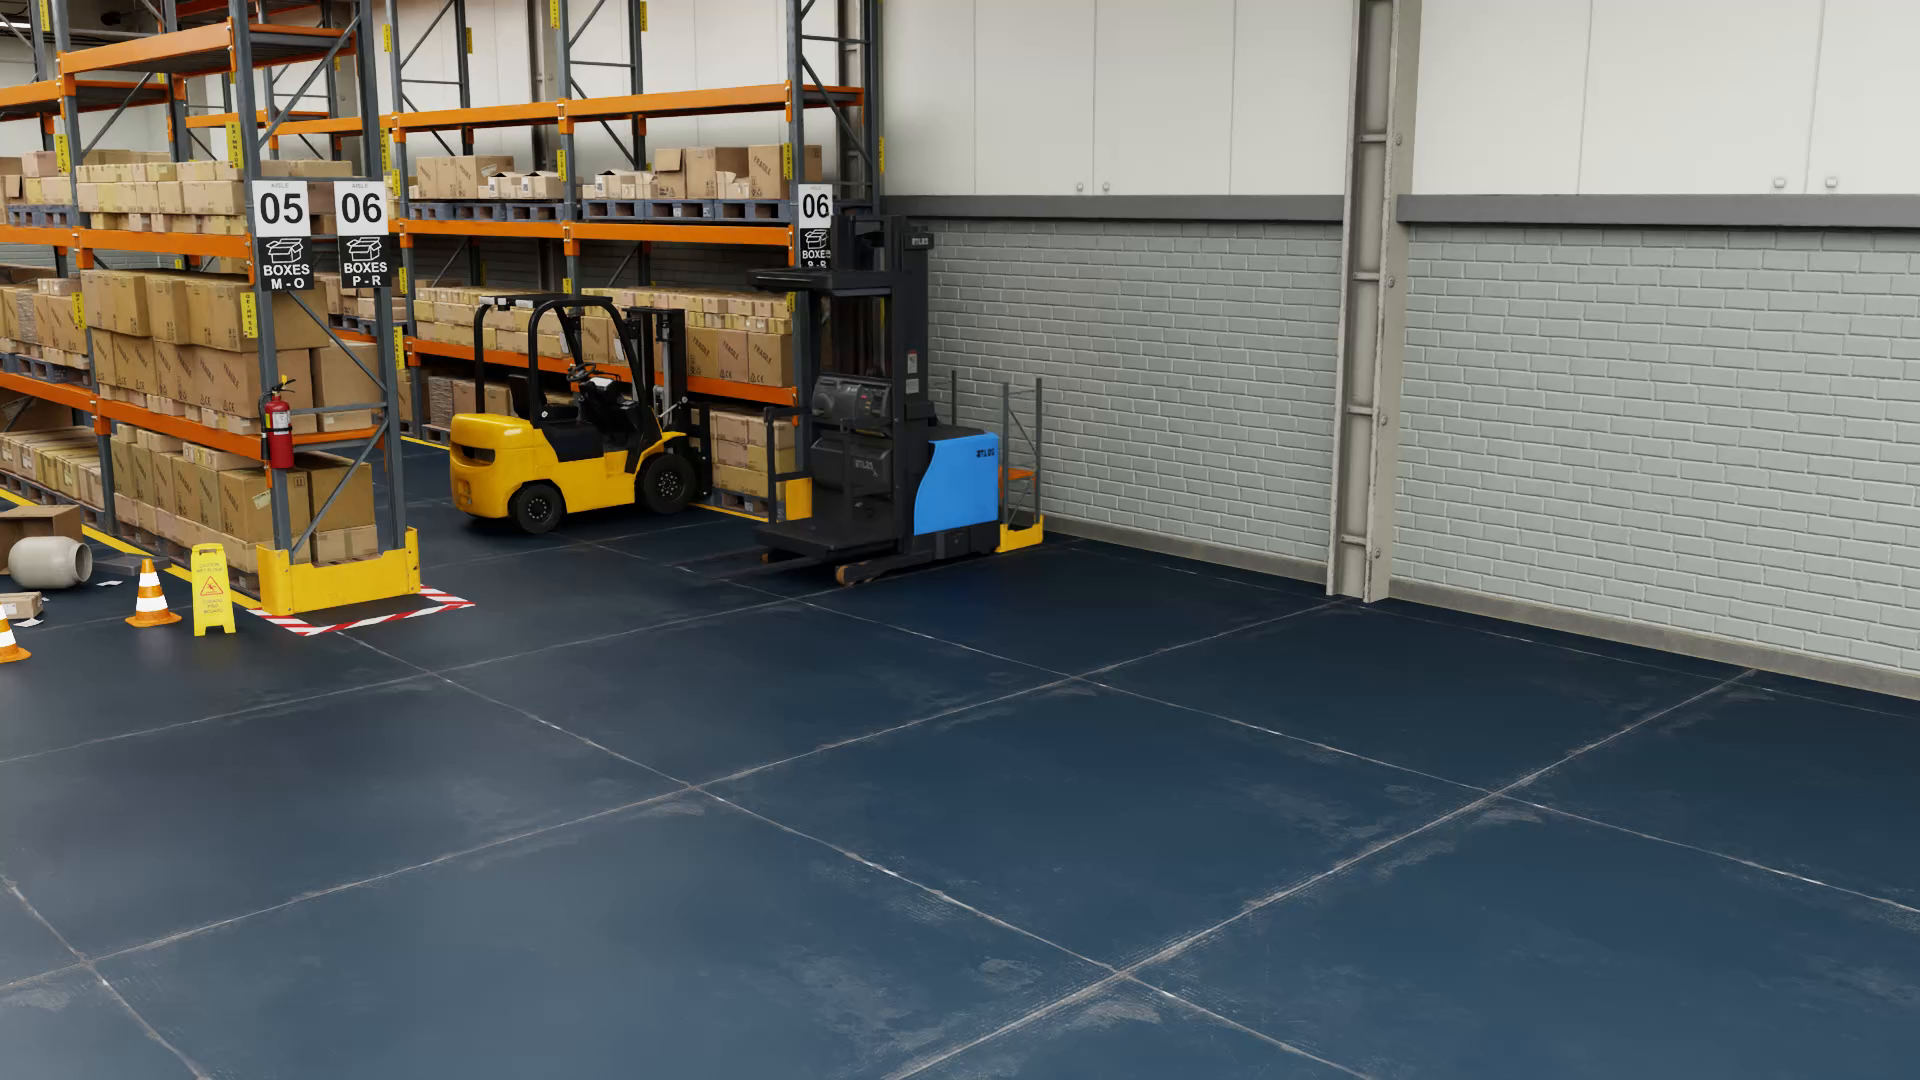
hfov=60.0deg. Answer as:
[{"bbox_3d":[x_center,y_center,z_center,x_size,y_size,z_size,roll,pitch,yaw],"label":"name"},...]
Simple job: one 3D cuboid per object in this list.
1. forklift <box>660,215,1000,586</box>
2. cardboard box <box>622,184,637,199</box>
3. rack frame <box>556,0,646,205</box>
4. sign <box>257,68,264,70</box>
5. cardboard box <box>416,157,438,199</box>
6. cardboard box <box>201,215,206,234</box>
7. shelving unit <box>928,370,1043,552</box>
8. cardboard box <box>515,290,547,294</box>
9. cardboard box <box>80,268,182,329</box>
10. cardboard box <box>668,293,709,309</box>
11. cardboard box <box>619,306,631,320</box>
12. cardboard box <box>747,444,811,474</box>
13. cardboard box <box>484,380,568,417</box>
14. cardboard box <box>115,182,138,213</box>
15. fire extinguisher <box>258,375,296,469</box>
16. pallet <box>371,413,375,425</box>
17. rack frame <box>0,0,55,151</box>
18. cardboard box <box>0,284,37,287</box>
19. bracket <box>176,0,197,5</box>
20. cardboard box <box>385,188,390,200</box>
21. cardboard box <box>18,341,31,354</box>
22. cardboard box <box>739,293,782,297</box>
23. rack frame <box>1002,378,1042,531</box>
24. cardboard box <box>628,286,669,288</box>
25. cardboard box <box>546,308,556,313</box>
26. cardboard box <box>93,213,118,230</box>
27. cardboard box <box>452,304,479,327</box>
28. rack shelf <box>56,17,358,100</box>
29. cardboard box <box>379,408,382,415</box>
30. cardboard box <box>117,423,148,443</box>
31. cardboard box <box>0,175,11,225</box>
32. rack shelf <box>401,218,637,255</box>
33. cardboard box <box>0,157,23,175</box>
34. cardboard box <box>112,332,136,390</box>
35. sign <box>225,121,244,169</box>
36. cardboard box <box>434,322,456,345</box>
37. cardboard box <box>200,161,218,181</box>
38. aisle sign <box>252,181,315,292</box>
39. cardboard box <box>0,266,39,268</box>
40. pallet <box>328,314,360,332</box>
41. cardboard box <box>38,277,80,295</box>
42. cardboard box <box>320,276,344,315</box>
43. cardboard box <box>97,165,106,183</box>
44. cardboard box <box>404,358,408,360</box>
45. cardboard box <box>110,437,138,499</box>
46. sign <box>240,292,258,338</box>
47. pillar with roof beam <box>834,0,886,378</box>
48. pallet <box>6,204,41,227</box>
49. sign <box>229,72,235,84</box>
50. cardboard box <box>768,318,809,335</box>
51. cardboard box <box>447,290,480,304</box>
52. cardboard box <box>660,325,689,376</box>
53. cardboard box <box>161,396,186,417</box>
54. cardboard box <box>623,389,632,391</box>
[{"bbox_3d":[-1.058,-1.181,13.721,3.031,2.935,1.130,-11,16,-43],"label":"forklift"},{"bbox_3d":[-3.313,-3.646,17.412,0.380,0.149,0.250,-10,15,-41],"label":"cardboard box"},{"bbox_3d":[-3.934,-5.203,18.204,1.000,3.000,0.127,-11,16,-43],"label":"rack frame"},{"bbox_3d":[-9.864,-6.794,23.415,0.100,0.325,0.005,-11,16,-43],"label":"sign"},{"bbox_3d":[-6.372,-4.482,20.599,0.500,0.500,0.500,-11,16,-42],"label":"cardboard box"},{"bbox_3d":[-5.689,-2.469,12.992,0.380,0.149,0.250,-11,16,-42],"label":"cardboard box"},{"bbox_3d":[0.166,-0.742,15.137,1.083,1.500,0.587,10,15,41],"label":"shelving unit"},{"bbox_3d":[-5.251,-2.975,20.399,0.380,0.149,0.250,-10,15,-41],"label":"cardboard box"},{"bbox_3d":[-7.374,-2.162,14.850,0.700,0.500,0.500,-11,16,-43],"label":"cardboard box"},{"bbox_3d":[-2.796,-2.478,17.254,0.380,0.149,0.250,-11,16,-42],"label":"cardboard box"},{"bbox_3d":[-3.407,-2.430,17.757,0.380,0.149,0.250,-10,16,-41],"label":"cardboard box"},{"bbox_3d":[-1.734,-0.812,16.294,0.500,0.250,0.500,-11,16,-43],"label":"cardboard box"},{"bbox_3d":[-5.353,-1.606,20.454,0.625,0.625,0.875,11,16,43],"label":"cardboard box"},{"bbox_3d":[-6.716,-2.863,13.912,0.500,0.250,0.500,-11,16,-42],"label":"cardboard box"},{"bbox_3d":[-5.013,-0.870,12.231,0.296,0.674,0.183,-11,16,-43],"label":"fire extinguisher"},{"bbox_3d":[-8.023,-1.775,23.342,1.003,0.211,1.213,-11,16,-43],"label":"pallet"},{"bbox_3d":[-10.284,-5.095,17.677,1.000,3.000,0.127,-11,16,-43],"label":"rack frame"},{"bbox_3d":[-10.140,-2.459,17.725,0.500,0.500,0.500,11,16,44],"label":"cardboard box"},{"bbox_3d":[-11.610,-8.748,26.489,0.076,0.066,4.783,-11,16,-43],"label":"bracket"},{"bbox_3d":[-7.280,-4.498,21.600,0.250,0.149,0.380,11,16,44],"label":"cardboard box"},{"bbox_3d":[-9.469,-2.006,17.135,0.380,0.149,0.250,-10,15,-39],"label":"cardboard box"},{"bbox_3d":[-2.068,-2.477,17.246,0.250,0.149,0.380,11,16,44],"label":"cardboard box"},{"bbox_3d":[0.553,-0.673,14.800,0.032,1.500,0.500,10,15,41],"label":"rack frame"},{"bbox_3d":[-3.495,-2.773,18.682,0.380,0.149,0.250,-11,16,-42],"label":"cardboard box"},{"bbox_3d":[-4.522,-2.686,18.996,0.380,0.149,0.250,-11,16,-43],"label":"cardboard box"},{"bbox_3d":[-7.345,-2.793,14.560,0.380,0.149,0.250,-11,16,-42],"label":"cardboard box"},{"bbox_3d":[-5.873,-2.769,20.389,0.500,0.250,0.500,11,16,44],"label":"cardboard box"},{"bbox_3d":[-6.140,-3.865,13.500,1.077,0.370,4.000,-11,16,-43],"label":"rack shelf"},{"bbox_3d":[-7.482,-1.936,22.368,0.500,0.500,0.500,-11,16,-43],"label":"cardboard box"},{"bbox_3d":[-7.266,-0.966,14.813,0.380,0.149,0.250,-11,16,-42],"label":"cardboard box"},{"bbox_3d":[-9.636,-3.535,17.292,0.700,0.500,0.500,-11,16,-43],"label":"cardboard box"},{"bbox_3d":[-5.315,-3.673,19.996,1.077,0.370,4.000,-11,16,-43],"label":"rack shelf"},{"bbox_3d":[-10.653,-3.916,18.092,0.637,0.503,0.797,11,16,42],"label":"cardboard box"},{"bbox_3d":[-7.056,-1.594,14.569,0.500,0.500,0.500,-11,16,-43],"label":"cardboard box"},{"bbox_3d":[-5.174,-2.817,11.862,0.100,0.325,0.005,-11,16,-43],"label":"sign"},{"bbox_3d":[-6.223,-2.602,20.819,0.500,0.250,0.500,-11,16,-44],"label":"cardboard box"},{"bbox_3d":[-5.546,-2.811,12.675,0.380,0.149,0.250,-11,16,-43],"label":"cardboard box"},{"bbox_3d":[-4.926,-2.213,12.113,0.394,0.787,0.004,-11,16,-43],"label":"aisle sign"},{"bbox_3d":[-10.797,-2.872,19.031,0.500,0.500,0.500,-11,16,-42],"label":"cardboard box"},{"bbox_3d":[-8.043,-3.038,23.036,1.003,0.211,1.213,-11,16,-43],"label":"pallet"},{"bbox_3d":[-8.695,-2.462,16.133,0.250,0.149,0.380,11,16,43],"label":"cardboard box"},{"bbox_3d":[-8.387,-3.395,23.007,0.700,0.500,0.500,-11,16,-43],"label":"cardboard box"},{"bbox_3d":[-7.163,-3.144,14.290,0.250,0.149,0.380,11,16,43],"label":"cardboard box"},{"bbox_3d":[-7.763,-2.448,23.247,0.380,0.149,0.250,-11,16,-42],"label":"cardboard box"},{"bbox_3d":[-7.309,-0.675,15.008,0.500,0.500,0.500,-10,15,-40],"label":"cardboard box"},{"bbox_3d":[-5.174,-1.636,12.106,0.100,0.325,0.005,-11,16,-43],"label":"sign"},{"bbox_3d":[-4.114,-4.247,13.561,9.100,9.000,0.400,-11,16,-43],"label":"pillar with roof beam"},{"bbox_3d":[-8.589,-3.206,16.407,1.213,0.211,1.003,-11,16,-43],"label":"pallet"},{"bbox_3d":[-11.805,-7.564,26.955,0.100,0.325,0.005,-11,16,-43],"label":"sign"},{"bbox_3d":[-1.614,-2.059,15.956,0.380,0.149,0.250,-11,16,-42],"label":"cardboard box"},{"bbox_3d":[-6.118,-3.019,20.613,0.380,0.149,0.250,-11,16,-42],"label":"cardboard box"},{"bbox_3d":[-2.762,-1.989,17.222,0.500,0.500,0.500,-11,16,-42],"label":"cardboard box"},{"bbox_3d":[-6.465,-1.138,13.962,0.380,0.149,0.250,-11,16,-43],"label":"cardboard box"},{"bbox_3d":[-3.454,-1.569,18.726,0.500,0.250,0.500,-10,16,-41],"label":"cardboard box"}]
